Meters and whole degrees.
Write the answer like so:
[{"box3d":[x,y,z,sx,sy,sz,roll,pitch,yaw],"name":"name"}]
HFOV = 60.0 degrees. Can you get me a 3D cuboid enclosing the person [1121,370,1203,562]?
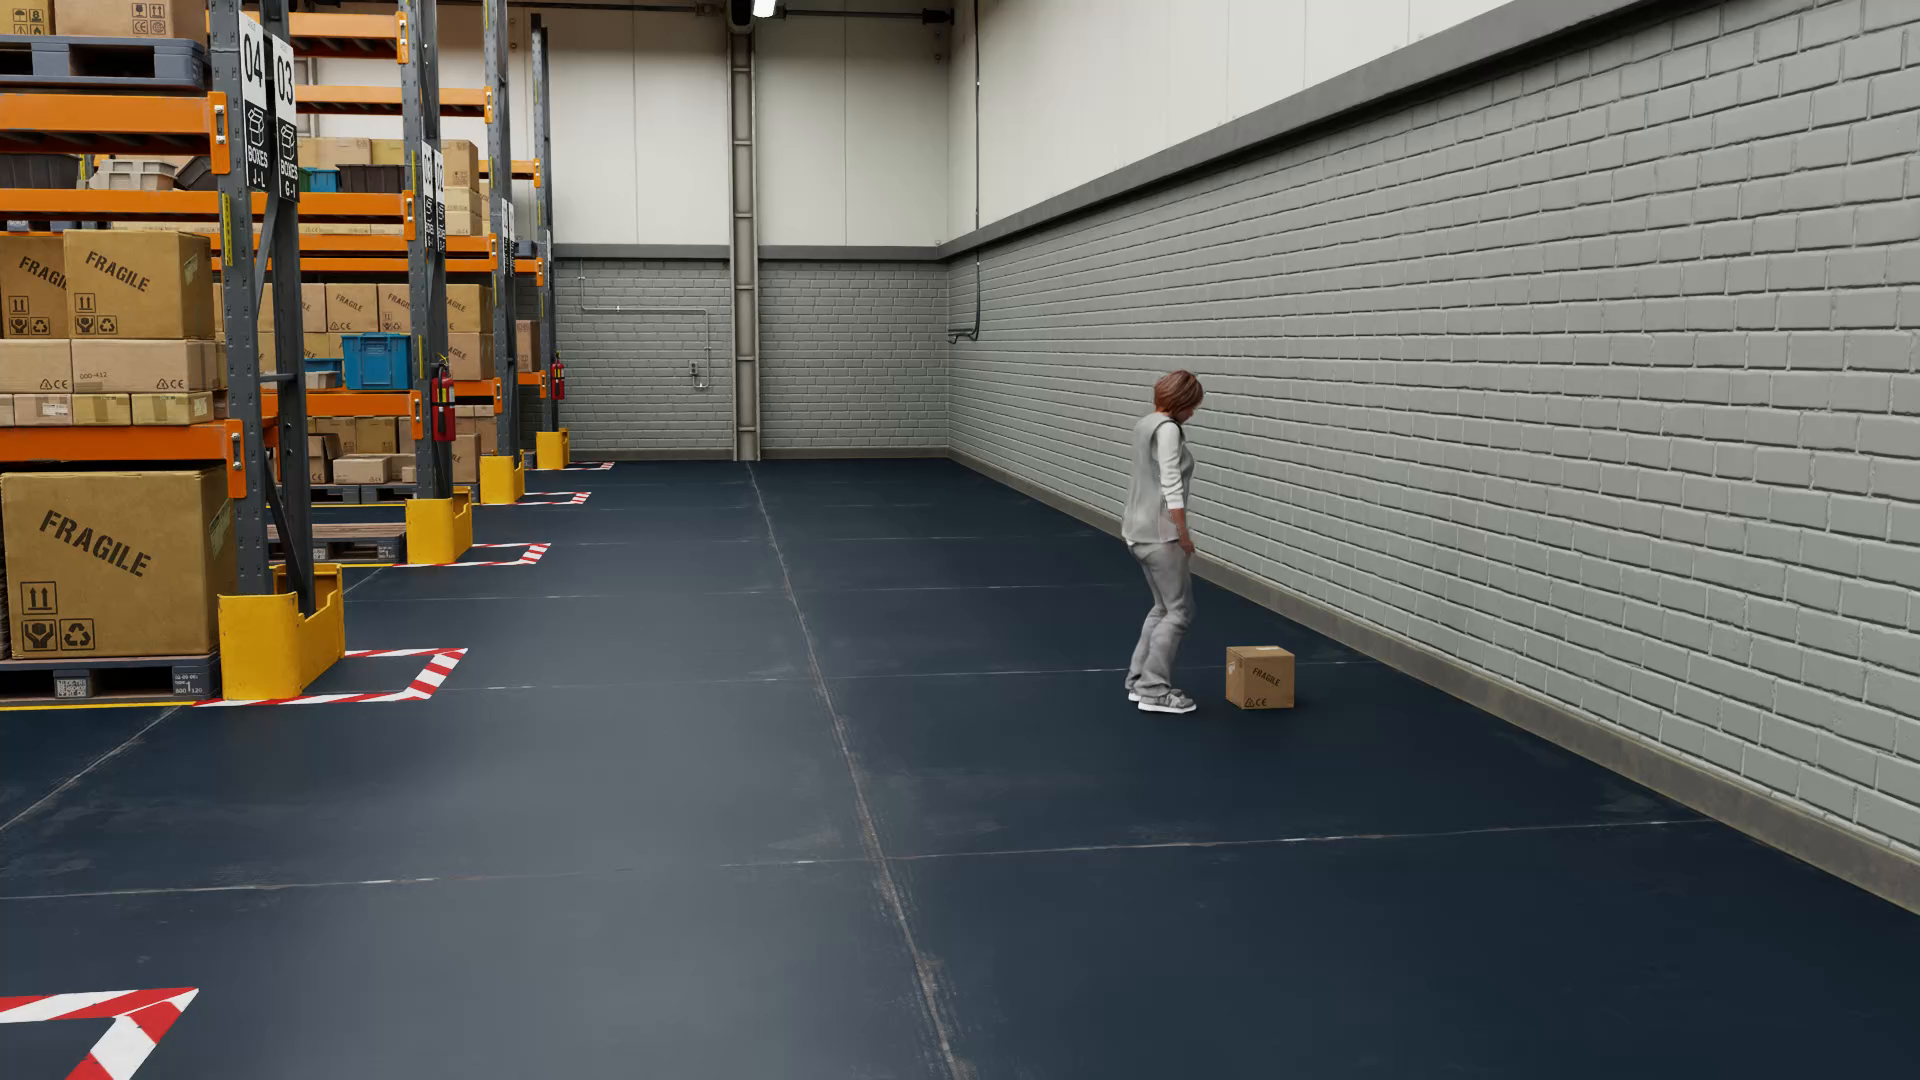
[{"box3d":[0.930,-0.327,7.639,0.368,0.870,0.423,-1,7,-7],"name":"person"}]
